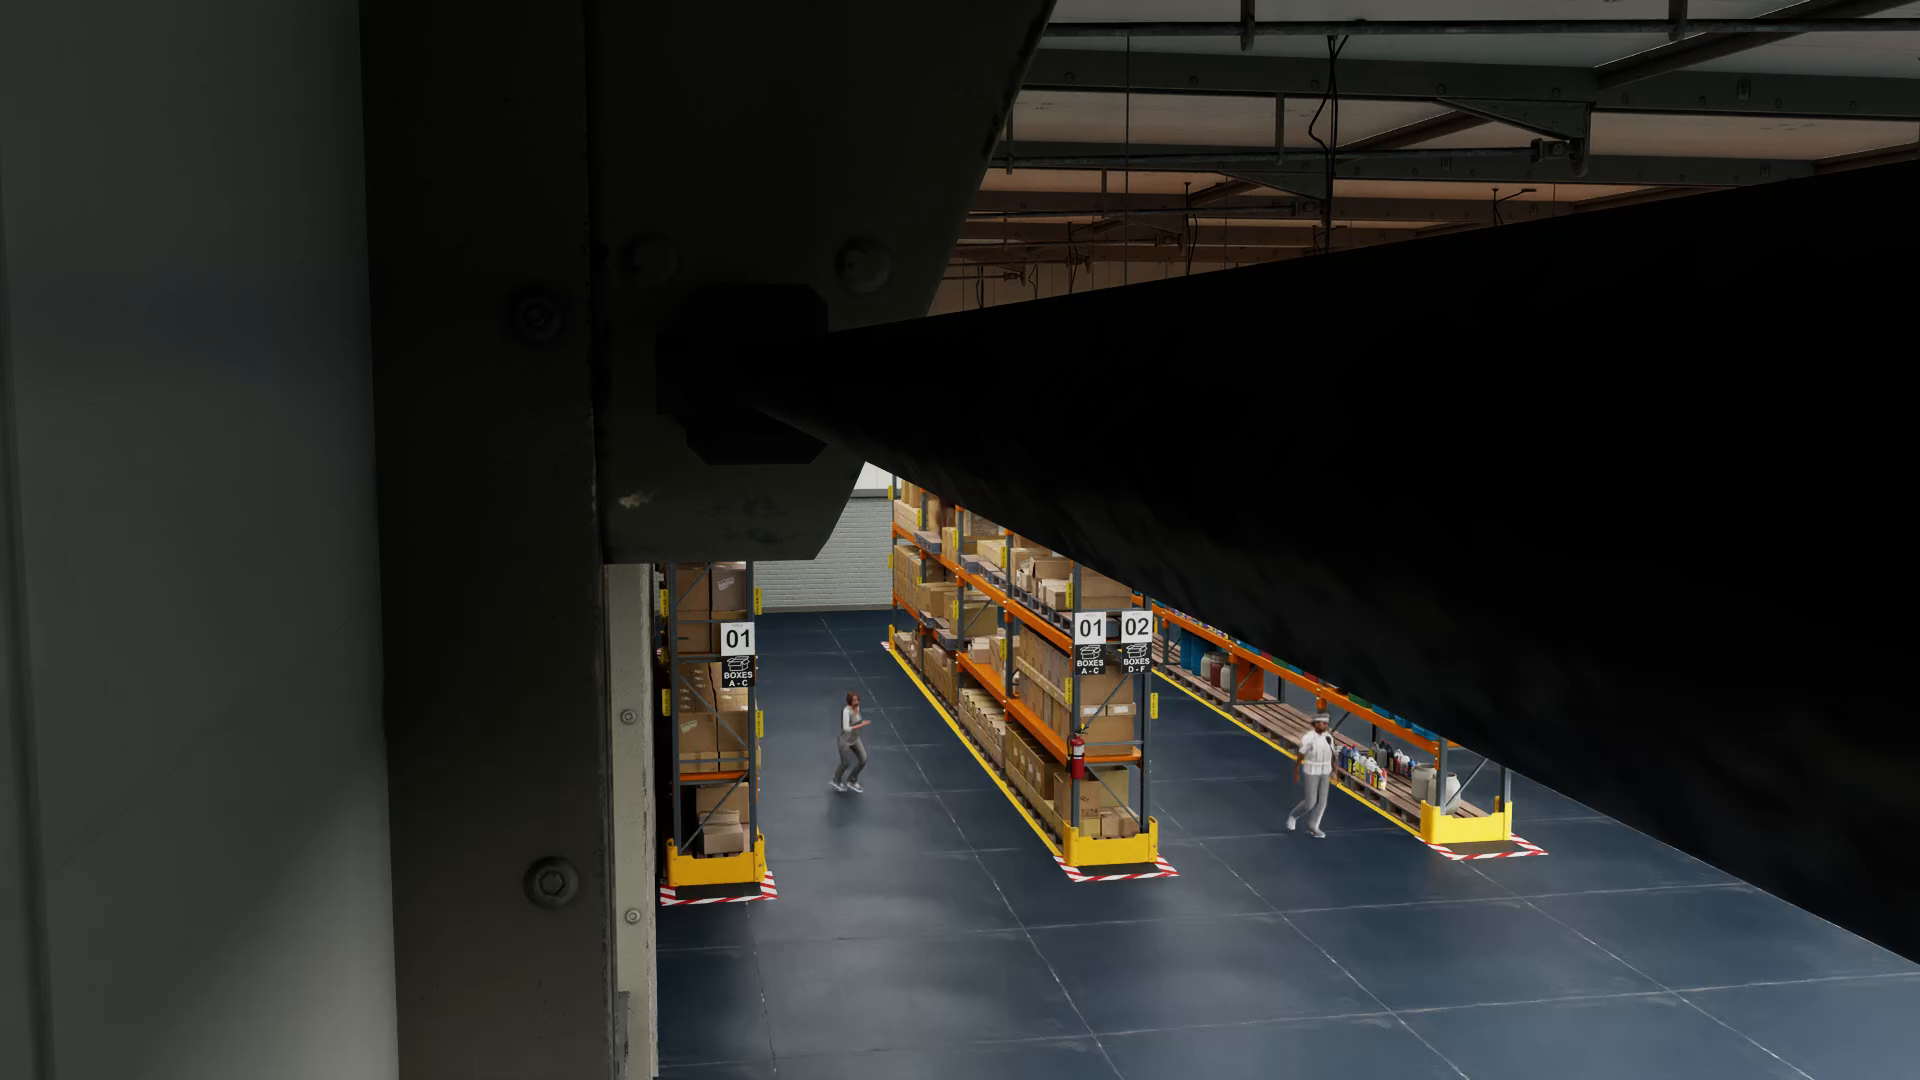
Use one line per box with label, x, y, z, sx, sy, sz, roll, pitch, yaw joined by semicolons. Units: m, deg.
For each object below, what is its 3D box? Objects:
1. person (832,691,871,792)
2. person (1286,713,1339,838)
person;-1.627;2.950;24.207;0.808;1.557;0.491;5;8;41
person;4.677;3.107;22.118;0.577;1.673;0.554;-3;7;-24
